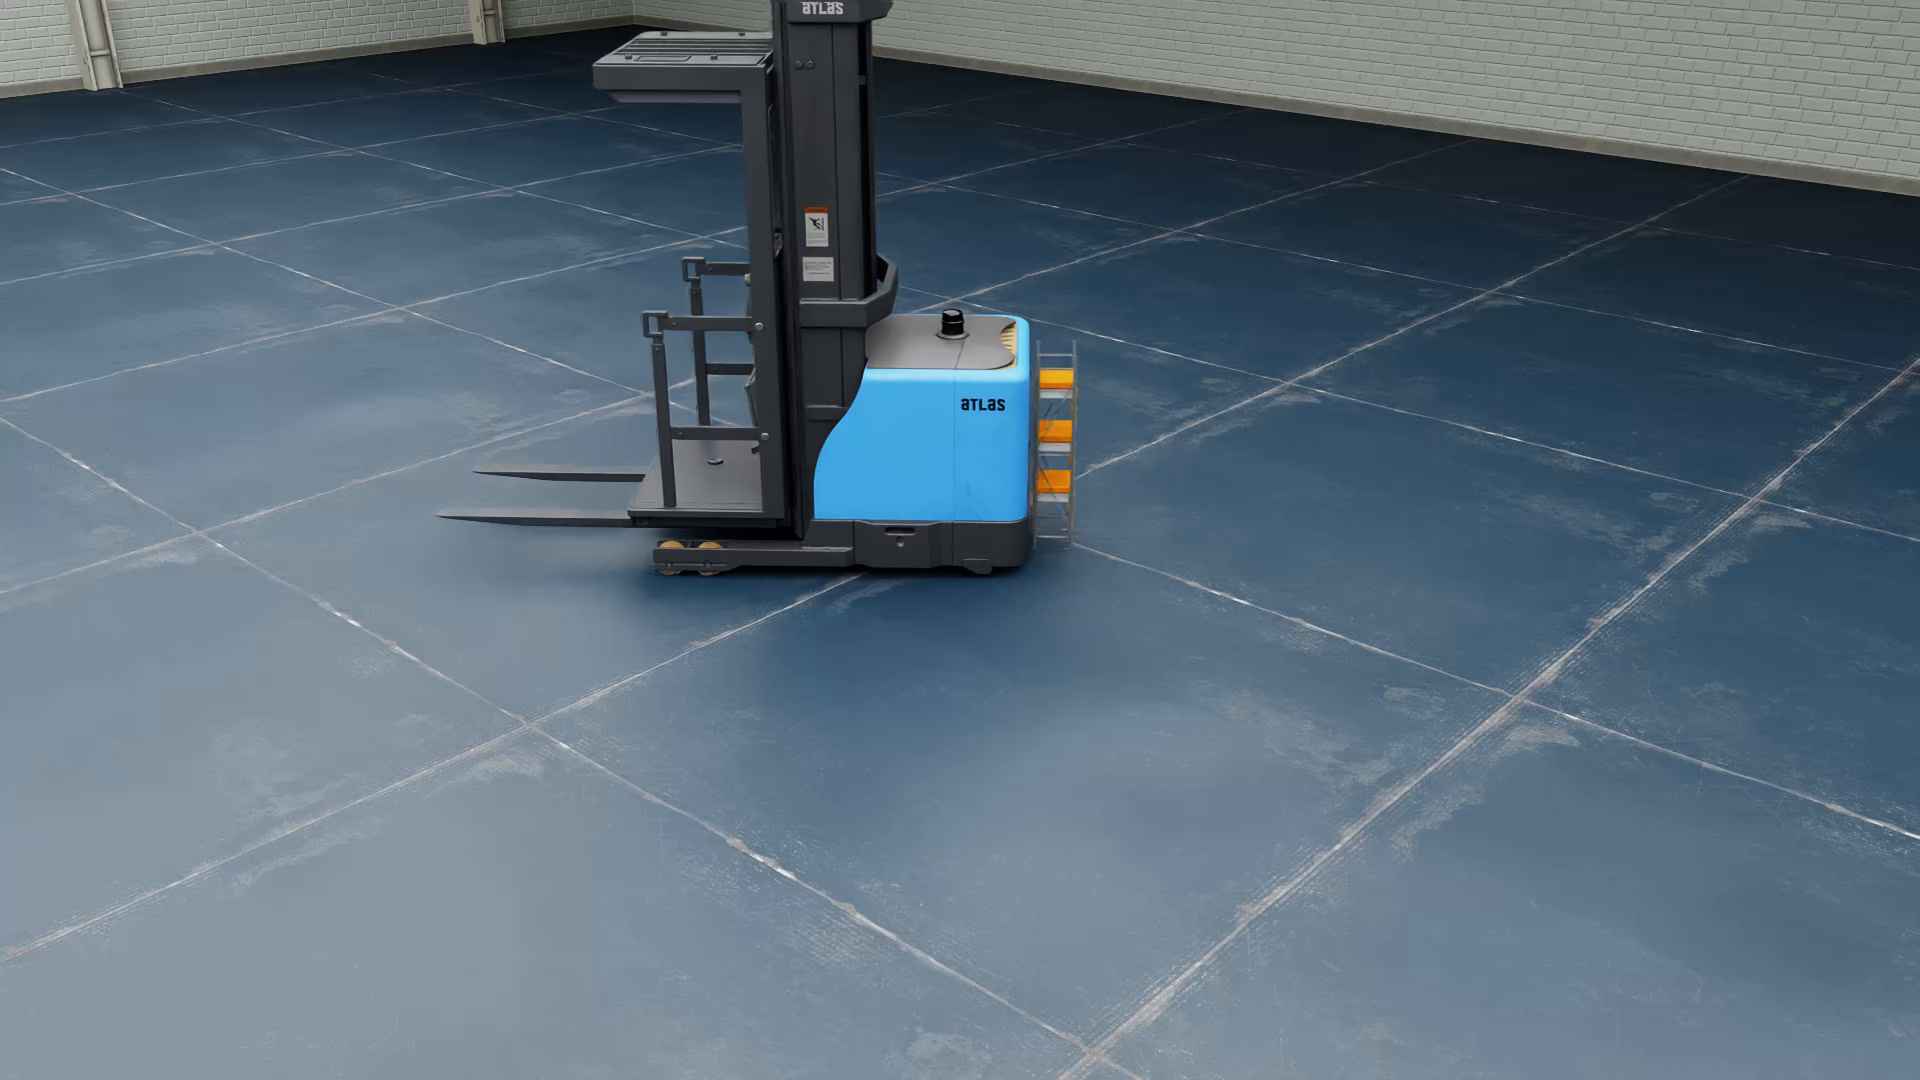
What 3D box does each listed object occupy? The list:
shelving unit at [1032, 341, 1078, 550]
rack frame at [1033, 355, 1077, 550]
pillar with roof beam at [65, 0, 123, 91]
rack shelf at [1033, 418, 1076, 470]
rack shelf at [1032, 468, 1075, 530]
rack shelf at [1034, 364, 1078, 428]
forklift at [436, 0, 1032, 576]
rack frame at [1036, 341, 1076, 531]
[{"bbox_3d":[0.484,-0.481,8.539,0.215,1.050,0.252,1,24,2],"label":"shelving unit"},{"bbox_3d":[0.479,-0.431,8.428,0.200,1.050,0.008,1,24,2],"label":"rack frame"},{"bbox_3d":[-8.250,-8.981,17.781,9.100,9.000,0.400,20,31,38],"label":"pillar with roof beam"},{"bbox_3d":[0.484,-0.471,8.543,0.215,0.259,0.240,1,24,2],"label":"rack shelf"},{"bbox_3d":[0.484,-0.218,8.657,0.215,0.259,0.240,1,24,2],"label":"rack shelf"},{"bbox_3d":[0.484,-0.730,8.427,0.215,0.259,0.240,1,24,2],"label":"rack shelf"},{"bbox_3d":[-1.153,-1.374,8.231,3.031,2.935,1.130,1,24,2],"label":"forklift"},{"bbox_3d":[0.488,-0.531,8.650,0.200,1.050,0.008,1,24,2],"label":"rack frame"}]
